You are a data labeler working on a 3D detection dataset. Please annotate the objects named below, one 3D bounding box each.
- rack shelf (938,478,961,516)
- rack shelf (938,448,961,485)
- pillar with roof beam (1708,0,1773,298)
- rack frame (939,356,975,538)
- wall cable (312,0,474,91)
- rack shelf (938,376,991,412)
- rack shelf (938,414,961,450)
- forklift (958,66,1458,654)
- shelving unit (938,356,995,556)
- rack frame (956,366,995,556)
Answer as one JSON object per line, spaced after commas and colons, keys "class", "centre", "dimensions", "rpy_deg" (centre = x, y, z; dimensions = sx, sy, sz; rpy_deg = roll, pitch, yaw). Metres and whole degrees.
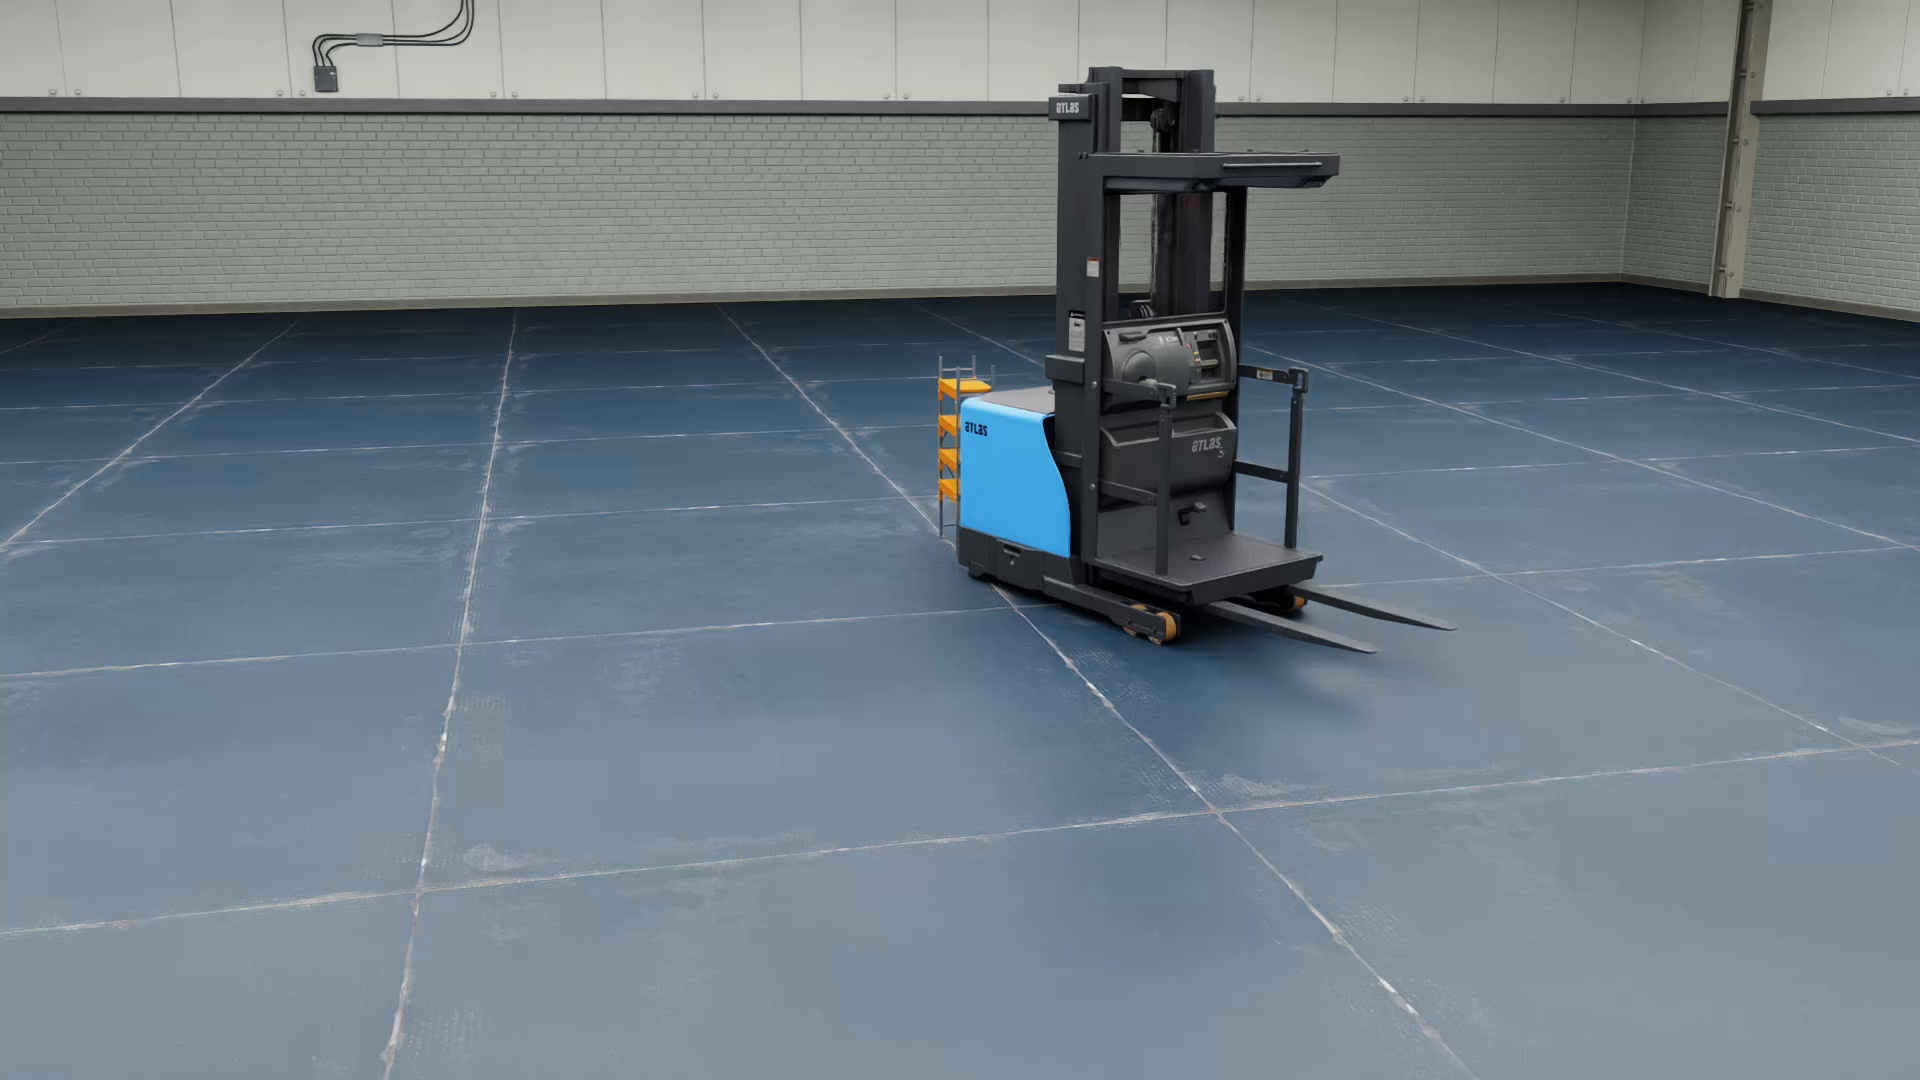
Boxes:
{"class": "rack shelf", "centre": [0.039, -0.286, 10.691], "dimensions": [0.258, 0.148, 0.480], "rpy_deg": [-3, 14, -13]}
{"class": "rack shelf", "centre": [0.039, -0.479, 10.644], "dimensions": [0.258, 0.148, 0.480], "rpy_deg": [-3, 14, -13]}
{"class": "pillar with roof beam", "centre": [8.330, -8.115, 25.181], "dimensions": [9.100, 9.000, 0.400], "rpy_deg": [-3, 14, -13]}
{"class": "rack frame", "centre": [-0.018, -0.601, 10.859], "dimensions": [0.240, 1.200, 0.015], "rpy_deg": [-3, 14, -13]}
{"class": "wall cable", "centre": [-8.279, -9.530, 23.807], "dimensions": [2.305, 6.003, 0.169], "rpy_deg": [-3, 14, -13]}
{"class": "rack shelf", "centre": [0.039, -0.926, 10.535], "dimensions": [0.258, 0.148, 0.480], "rpy_deg": [-3, 14, -13]}
{"class": "rack shelf", "centre": [0.039, -0.697, 10.591], "dimensions": [0.258, 0.148, 0.480], "rpy_deg": [-3, 14, -13]}
{"class": "forklift", "centre": [1.280, -1.012, 8.894], "dimensions": [1.130, 2.935, 3.031], "rpy_deg": [-10, 17, -36]}
{"class": "shelving unit", "centre": [0.039, -0.545, 10.628], "dimensions": [0.258, 1.200, 0.503], "rpy_deg": [-3, 14, -13]}
{"class": "rack frame", "centre": [0.096, -0.488, 10.398], "dimensions": [0.240, 1.200, 0.015], "rpy_deg": [-3, 14, -13]}
